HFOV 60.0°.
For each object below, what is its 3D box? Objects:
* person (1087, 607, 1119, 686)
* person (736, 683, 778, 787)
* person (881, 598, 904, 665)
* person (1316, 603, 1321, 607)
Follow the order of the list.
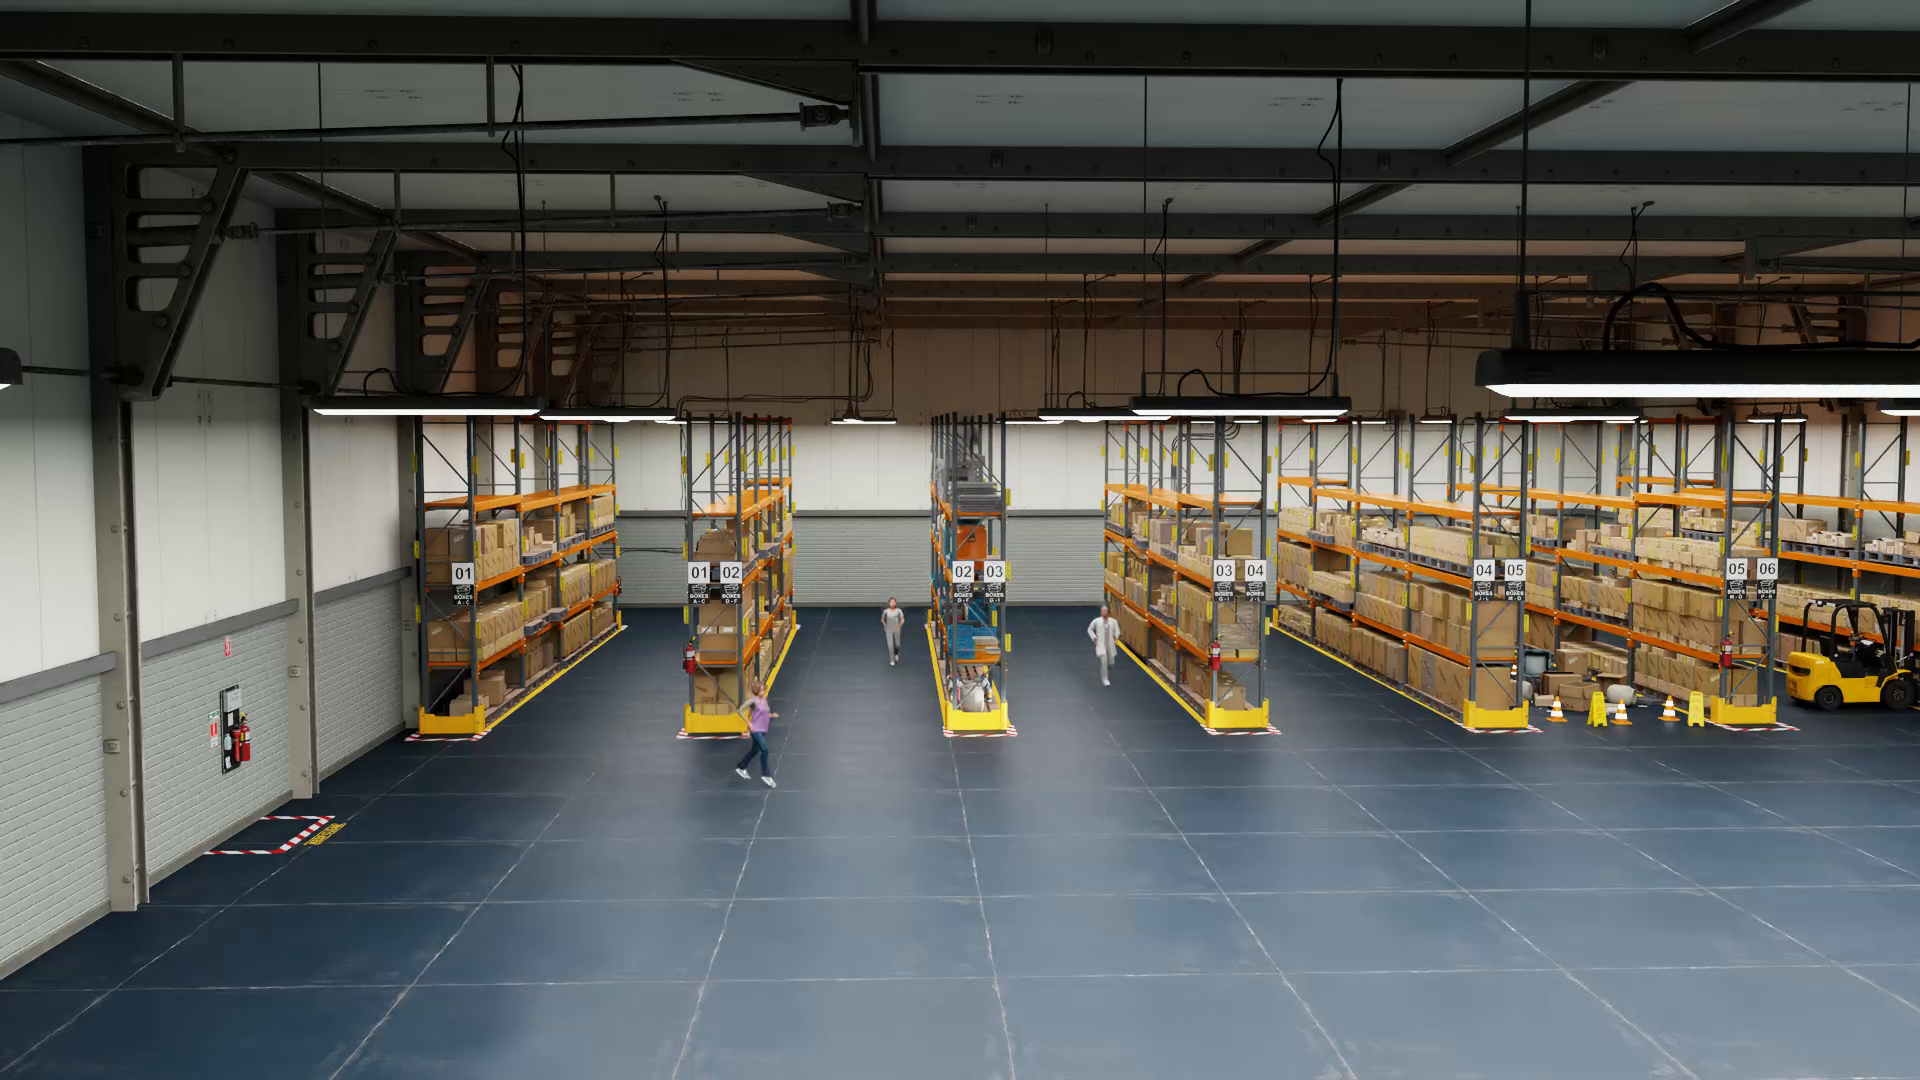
[{"bbox_3d":[3.202,2.341,36.924,0.715,1.735,0.825,-1,4,-10],"label":"person"},{"bbox_3d":[-3.263,3.102,26.666,0.770,1.639,0.527,1,4,21],"label":"person"},{"bbox_3d":[-1.619,2.192,39.944,0.561,1.620,0.588,0,4,-3],"label":"person"},{"bbox_3d":[10.801,1.515,49.064,0.837,1.767,0.636,0,4,-6],"label":"person"}]
